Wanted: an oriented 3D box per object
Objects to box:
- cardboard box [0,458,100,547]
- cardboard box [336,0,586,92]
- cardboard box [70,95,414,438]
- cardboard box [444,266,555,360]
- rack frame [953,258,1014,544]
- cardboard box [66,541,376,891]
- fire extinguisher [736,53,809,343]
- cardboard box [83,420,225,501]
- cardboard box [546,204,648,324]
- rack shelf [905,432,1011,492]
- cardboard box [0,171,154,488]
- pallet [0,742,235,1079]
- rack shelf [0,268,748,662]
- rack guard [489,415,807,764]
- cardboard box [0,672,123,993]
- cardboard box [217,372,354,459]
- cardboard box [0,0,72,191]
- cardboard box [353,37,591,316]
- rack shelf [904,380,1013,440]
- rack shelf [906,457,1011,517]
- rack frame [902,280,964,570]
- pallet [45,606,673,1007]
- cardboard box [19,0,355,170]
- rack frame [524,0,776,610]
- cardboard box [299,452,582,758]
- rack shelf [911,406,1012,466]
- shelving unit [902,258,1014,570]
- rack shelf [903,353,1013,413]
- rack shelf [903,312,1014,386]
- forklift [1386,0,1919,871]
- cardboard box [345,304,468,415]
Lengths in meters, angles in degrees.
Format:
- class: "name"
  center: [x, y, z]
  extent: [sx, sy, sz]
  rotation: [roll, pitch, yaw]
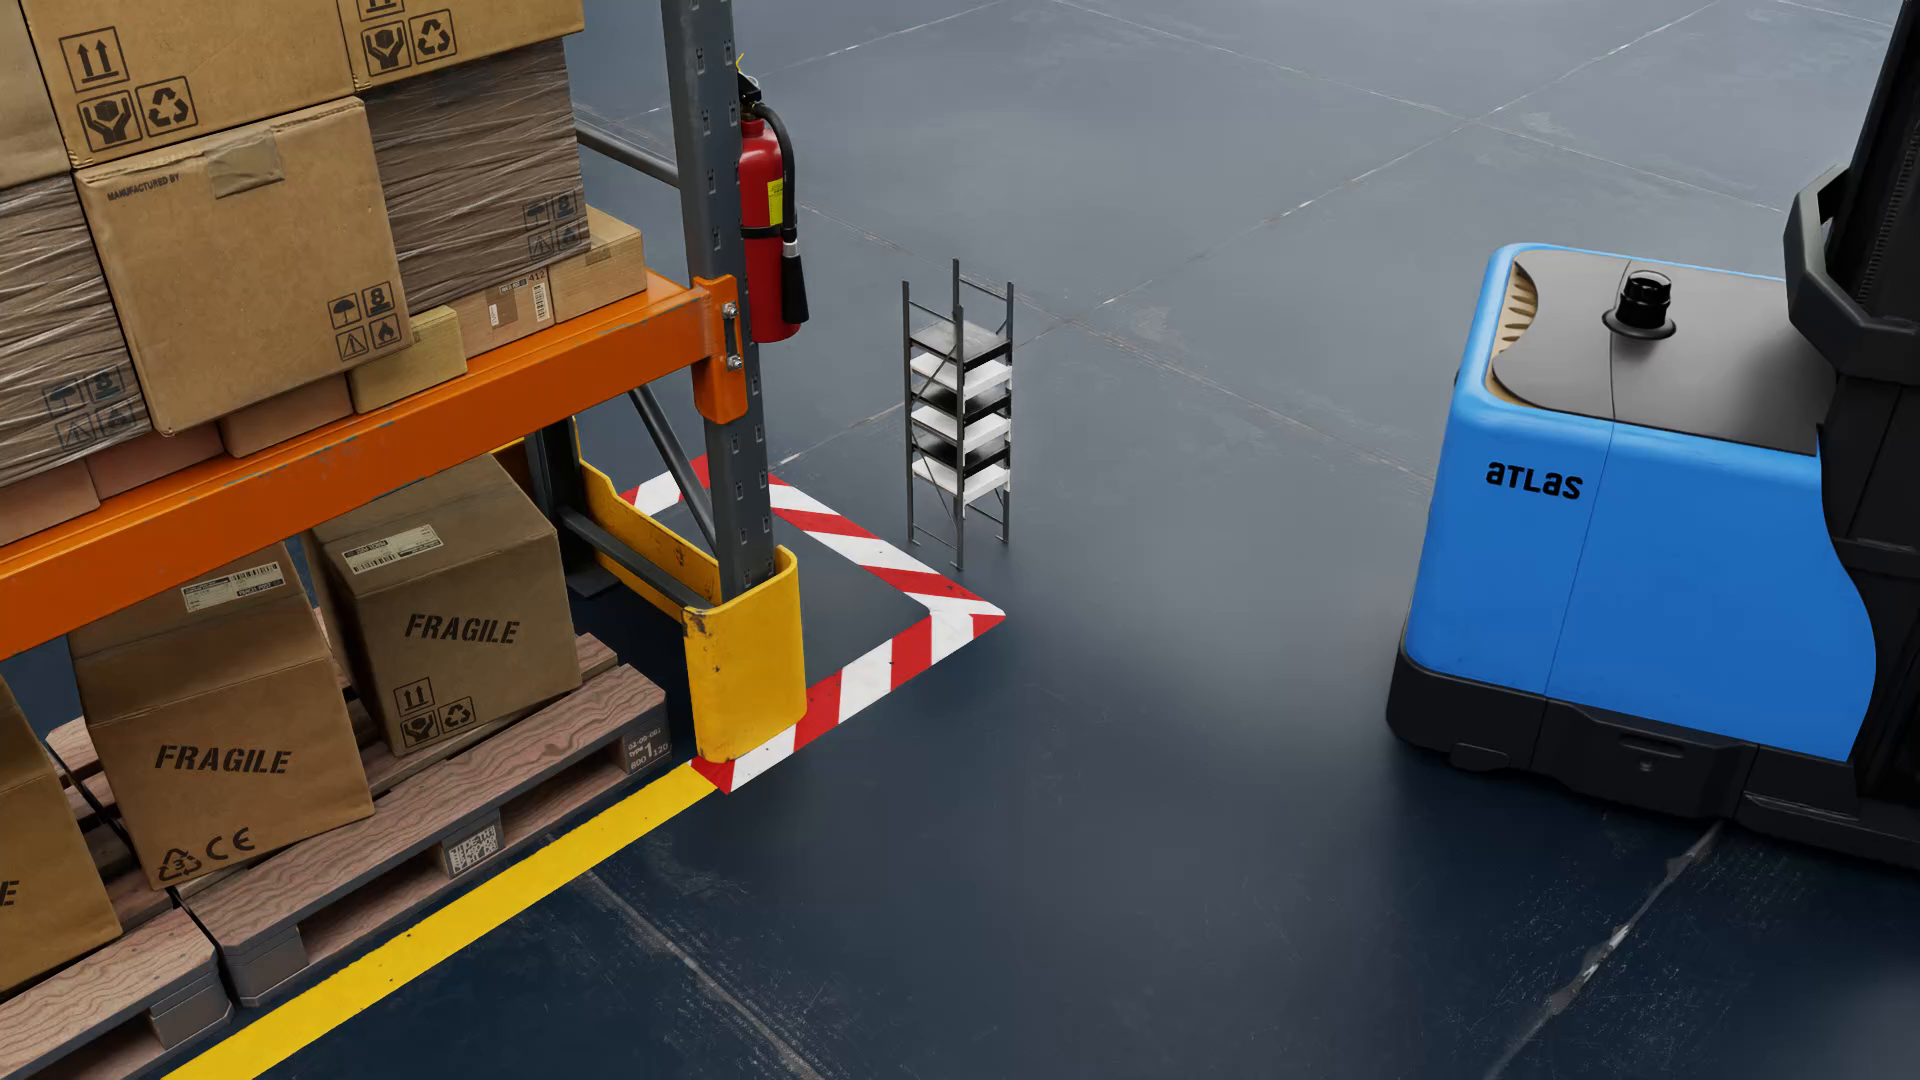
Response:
- class: "cardboard box"
  center: [-1.799, -0.143, 3.053]
  extent: [0.380, 0.149, 0.250]
  rotation: [30, 45, 35]
- class: "cardboard box"
  center: [-1.088, -1.210, 3.141]
  extent: [0.500, 0.500, 0.500]
  rotation: [30, 45, 35]
- class: "cardboard box"
  center: [-1.550, -0.659, 3.225]
  extent: [0.875, 0.500, 0.500]
  rotation: [30, 45, 35]
- class: "cardboard box"
  center: [-1.107, -0.556, 3.645]
  extent: [0.380, 0.149, 0.250]
  rotation: [30, 45, 35]
- class: "rack frame"
  center: [0.066, -0.407, 5.047]
  extent: [0.240, 0.900, 0.006]
  rotation: [30, 45, 35]
- class: "cardboard box"
  center: [-1.725, 0.397, 3.877]
  extent: [0.500, 0.500, 0.500]
  rotation: [-18, 39, -24]
- class: "fire extinguisher"
  center: [-0.468, -0.788, 3.826]
  extent: [0.296, 0.674, 0.183]
  rotation: [30, 45, 35]
- class: "cardboard box"
  center: [-1.639, -0.254, 3.212]
  extent: [0.380, 0.149, 0.250]
  rotation: [30, 45, 35]
- class: "cardboard box"
  center: [-0.930, -0.657, 3.790]
  extent: [0.380, 0.149, 0.250]
  rotation: [30, 45, 35]
- class: "rack shelf"
  center: [-0.006, -0.265, 5.058]
  extent: [0.258, 0.077, 0.200]
  rotation: [30, 45, 35]
- class: "cardboard box"
  center: [-1.933, -0.473, 2.959]
  extent: [0.875, 0.500, 0.500]
  rotation: [30, 45, 35]
- class: "pallet"
  center: [-2.387, 1.024, 3.598]
  extent: [1.003, 0.211, 1.213]
  rotation: [30, 45, 35]
- class: "rack shelf"
  center: [-2.285, 0.148, 3.045]
  extent: [1.077, 0.370, 4.000]
  rotation: [30, 45, 35]
- class: "rack guard"
  center: [-0.930, 0.097, 4.674]
  extent: [1.175, 0.500, 0.348]
  rotation: [30, 45, 35]
- class: "cardboard box"
  center: [-2.179, 0.643, 3.523]
  extent: [0.500, 0.500, 0.500]
  rotation: [-25, 42, -32]
- class: "cardboard box"
  center: [-1.434, -0.339, 3.333]
  extent: [0.380, 0.149, 0.250]
  rotation: [30, 45, 35]
- class: "cardboard box"
  center: [-1.791, -0.802, 2.557]
  extent: [0.500, 0.500, 0.500]
  rotation: [30, 45, 35]
- class: "cardboard box"
  center: [-1.283, -0.910, 3.585]
  extent: [0.875, 0.500, 0.500]
  rotation: [30, 45, 35]
- class: "rack shelf"
  center: [-0.006, -0.412, 4.955]
  extent: [0.258, 0.077, 0.200]
  rotation: [30, 45, 35]
- class: "rack shelf"
  center: [-0.006, -0.191, 5.110]
  extent: [0.258, 0.077, 0.200]
  rotation: [30, 45, 35]
- class: "rack frame"
  center: [-0.077, -0.325, 4.929]
  extent: [0.240, 0.900, 0.006]
  rotation: [30, 45, 35]
- class: "pallet"
  center: [-1.527, 0.531, 4.304]
  extent: [1.003, 0.211, 1.213]
  rotation: [30, 45, 35]
- class: "cardboard box"
  center: [-1.436, -1.004, 2.846]
  extent: [0.500, 0.500, 0.500]
  rotation: [30, 45, 35]
- class: "rack frame"
  center: [-0.876, -0.959, 4.003]
  extent: [1.000, 3.000, 0.127]
  rotation: [30, 45, 35]
- class: "cardboard box"
  center: [-1.328, 0.140, 4.245]
  extent: [0.500, 0.500, 0.500]
  rotation: [-21, 40, -28]
- class: "rack shelf"
  center: [-0.006, -0.338, 5.007]
  extent: [0.258, 0.077, 0.200]
  rotation: [30, 45, 35]
- class: "shelving unit"
  center: [-0.006, -0.366, 4.988]
  extent: [0.258, 0.900, 0.210]
  rotation: [30, 45, 35]
- class: "rack shelf"
  center: [-0.006, -0.486, 4.904]
  extent: [0.258, 0.077, 0.200]
  rotation: [30, 45, 35]
- class: "rack shelf"
  center: [-0.006, -0.560, 4.852]
  extent: [0.258, 0.077, 0.200]
  rotation: [30, 45, 35]
- class: "forklift"
  center: [2.708, -0.600, 3.548]
  extent: [3.031, 2.935, 1.130]
  rotation: [12, 37, 17]
- class: "cardboard box"
  center: [-1.247, -0.434, 3.470]
  extent: [0.380, 0.149, 0.250]
  rotation: [30, 45, 35]
